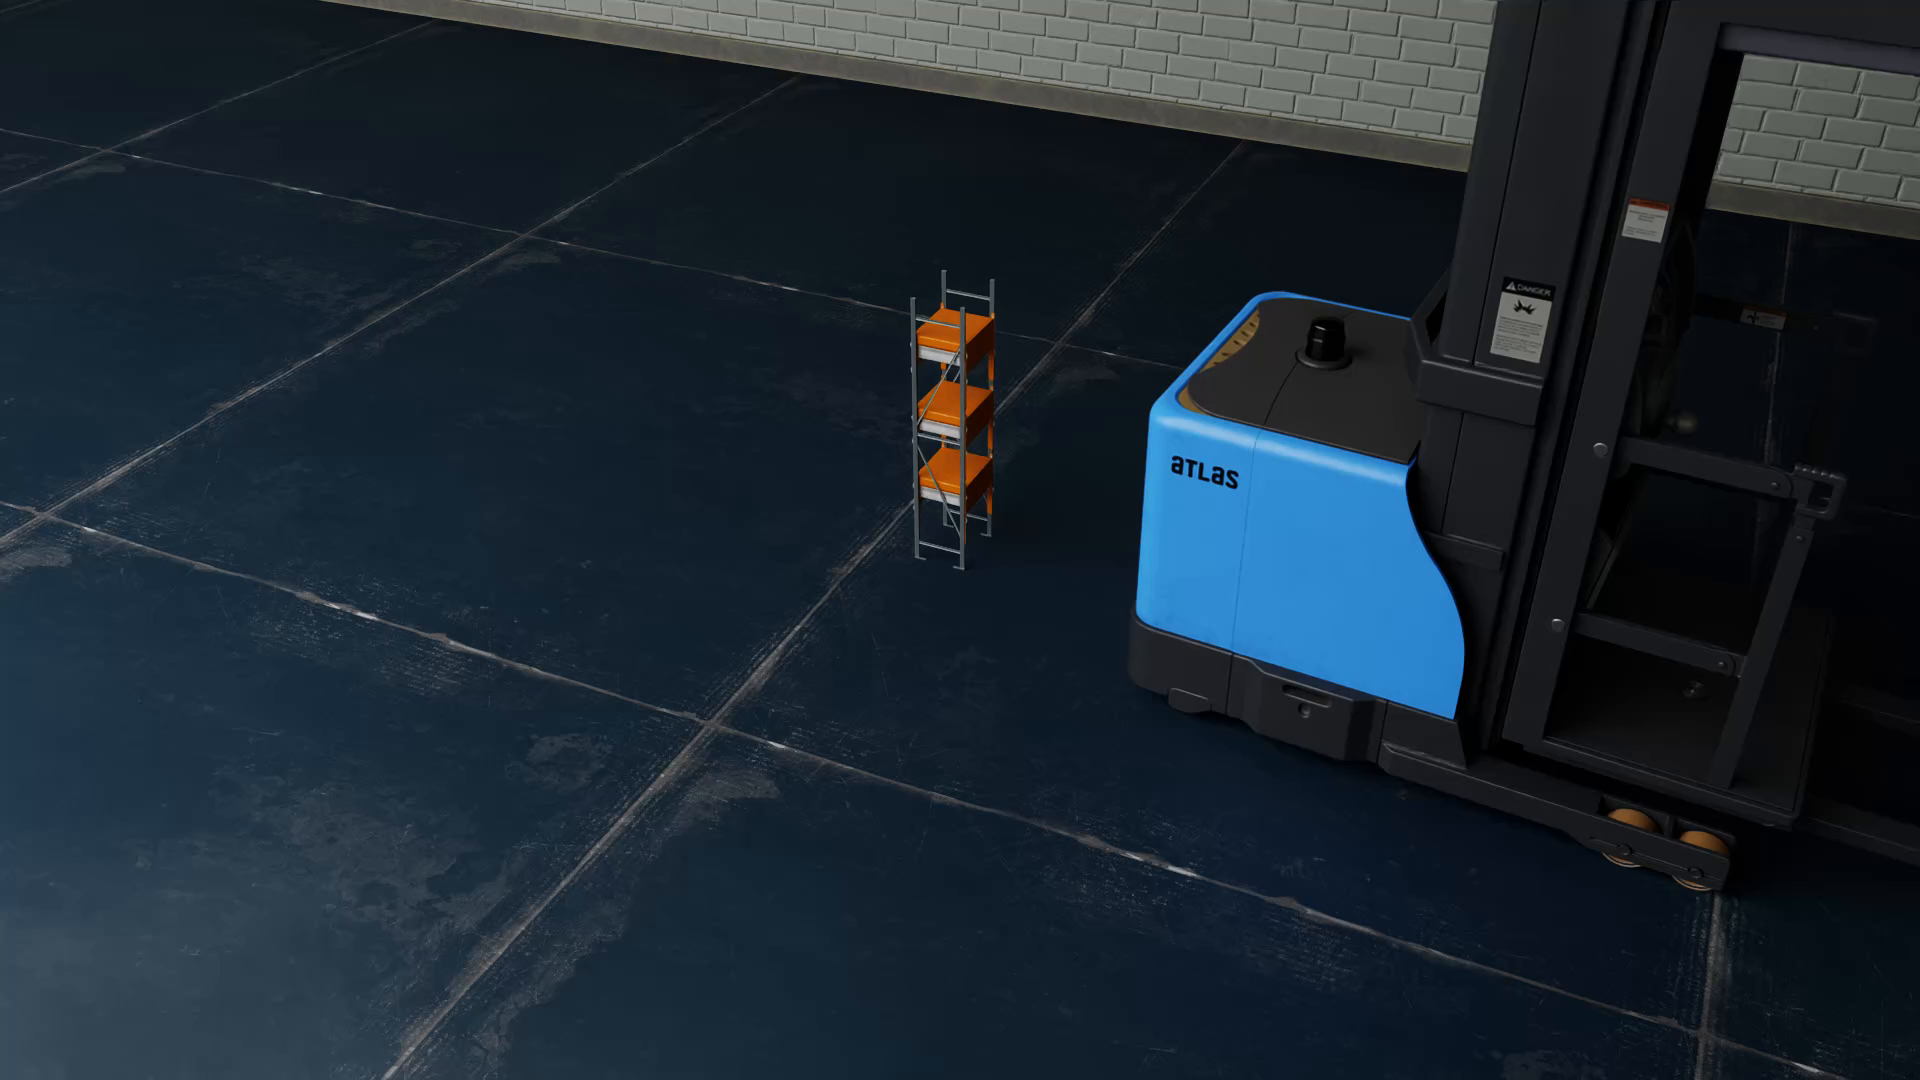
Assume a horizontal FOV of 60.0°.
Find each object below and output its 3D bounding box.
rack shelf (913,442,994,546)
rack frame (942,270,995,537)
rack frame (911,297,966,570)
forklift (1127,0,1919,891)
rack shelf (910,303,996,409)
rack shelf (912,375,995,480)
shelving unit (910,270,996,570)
[{"bbox_3d":[-0.022,-0.171,6.080,0.215,0.259,0.240,14,36,20],"label":"rack shelf"},{"bbox_3d":[0.029,-0.473,6.014,0.200,1.050,0.008,14,36,20],"label":"rack frame"},{"bbox_3d":[-0.073,-0.352,5.829,0.200,1.050,0.008,14,36,20],"label":"rack frame"},{"bbox_3d":[2.091,-0.564,4.437,3.031,2.935,1.130,17,37,24],"label":"forklift"},{"bbox_3d":[-0.022,-0.641,5.772,0.215,0.259,0.240,14,36,20],"label":"rack shelf"},{"bbox_3d":[-0.022,-0.404,5.927,0.215,0.259,0.240,14,36,20],"label":"rack shelf"},{"bbox_3d":[-0.022,-0.412,5.921,0.215,1.050,0.252,14,36,20],"label":"shelving unit"}]
